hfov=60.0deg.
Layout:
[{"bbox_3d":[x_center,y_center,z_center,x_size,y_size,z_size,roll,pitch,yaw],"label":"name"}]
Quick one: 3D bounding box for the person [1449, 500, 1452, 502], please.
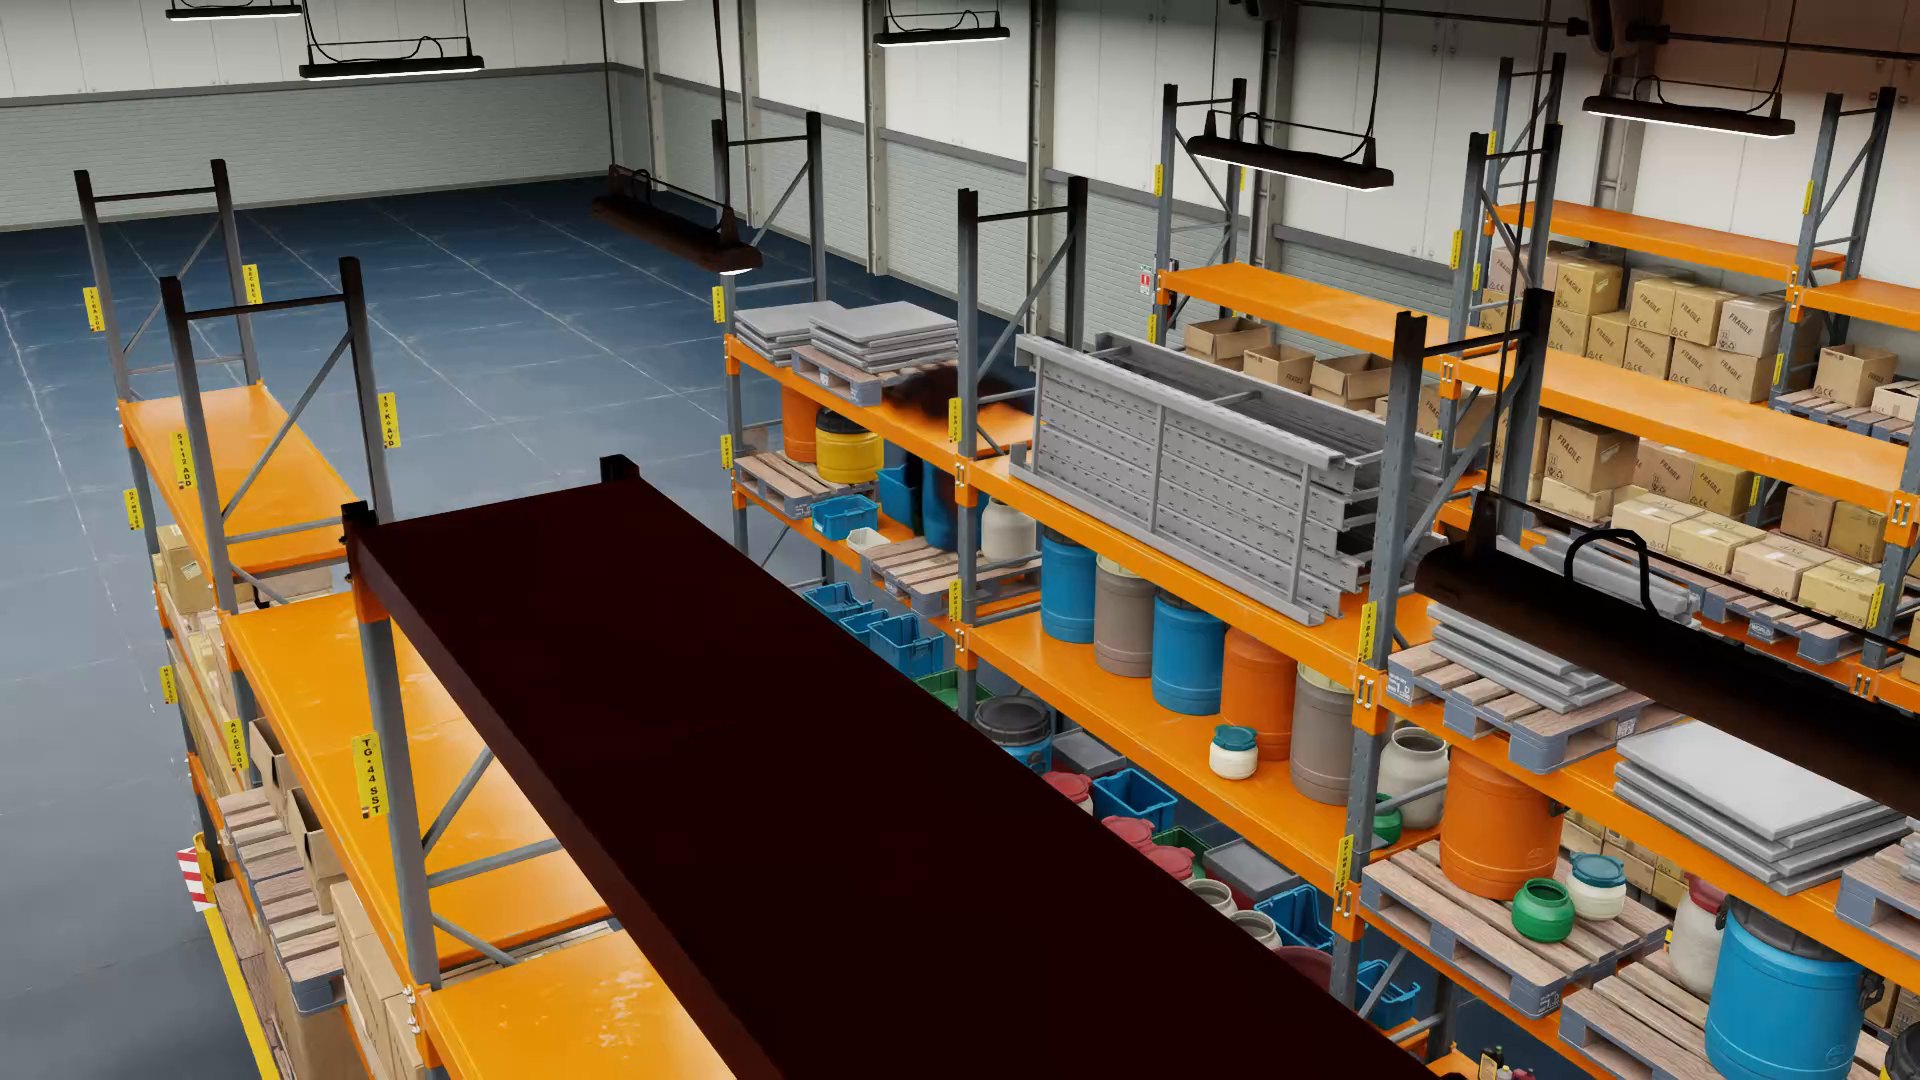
[{"bbox_3d":[5.454,0.055,19.031,0.974,1.644,0.437,14,26,31],"label":"person"}]
